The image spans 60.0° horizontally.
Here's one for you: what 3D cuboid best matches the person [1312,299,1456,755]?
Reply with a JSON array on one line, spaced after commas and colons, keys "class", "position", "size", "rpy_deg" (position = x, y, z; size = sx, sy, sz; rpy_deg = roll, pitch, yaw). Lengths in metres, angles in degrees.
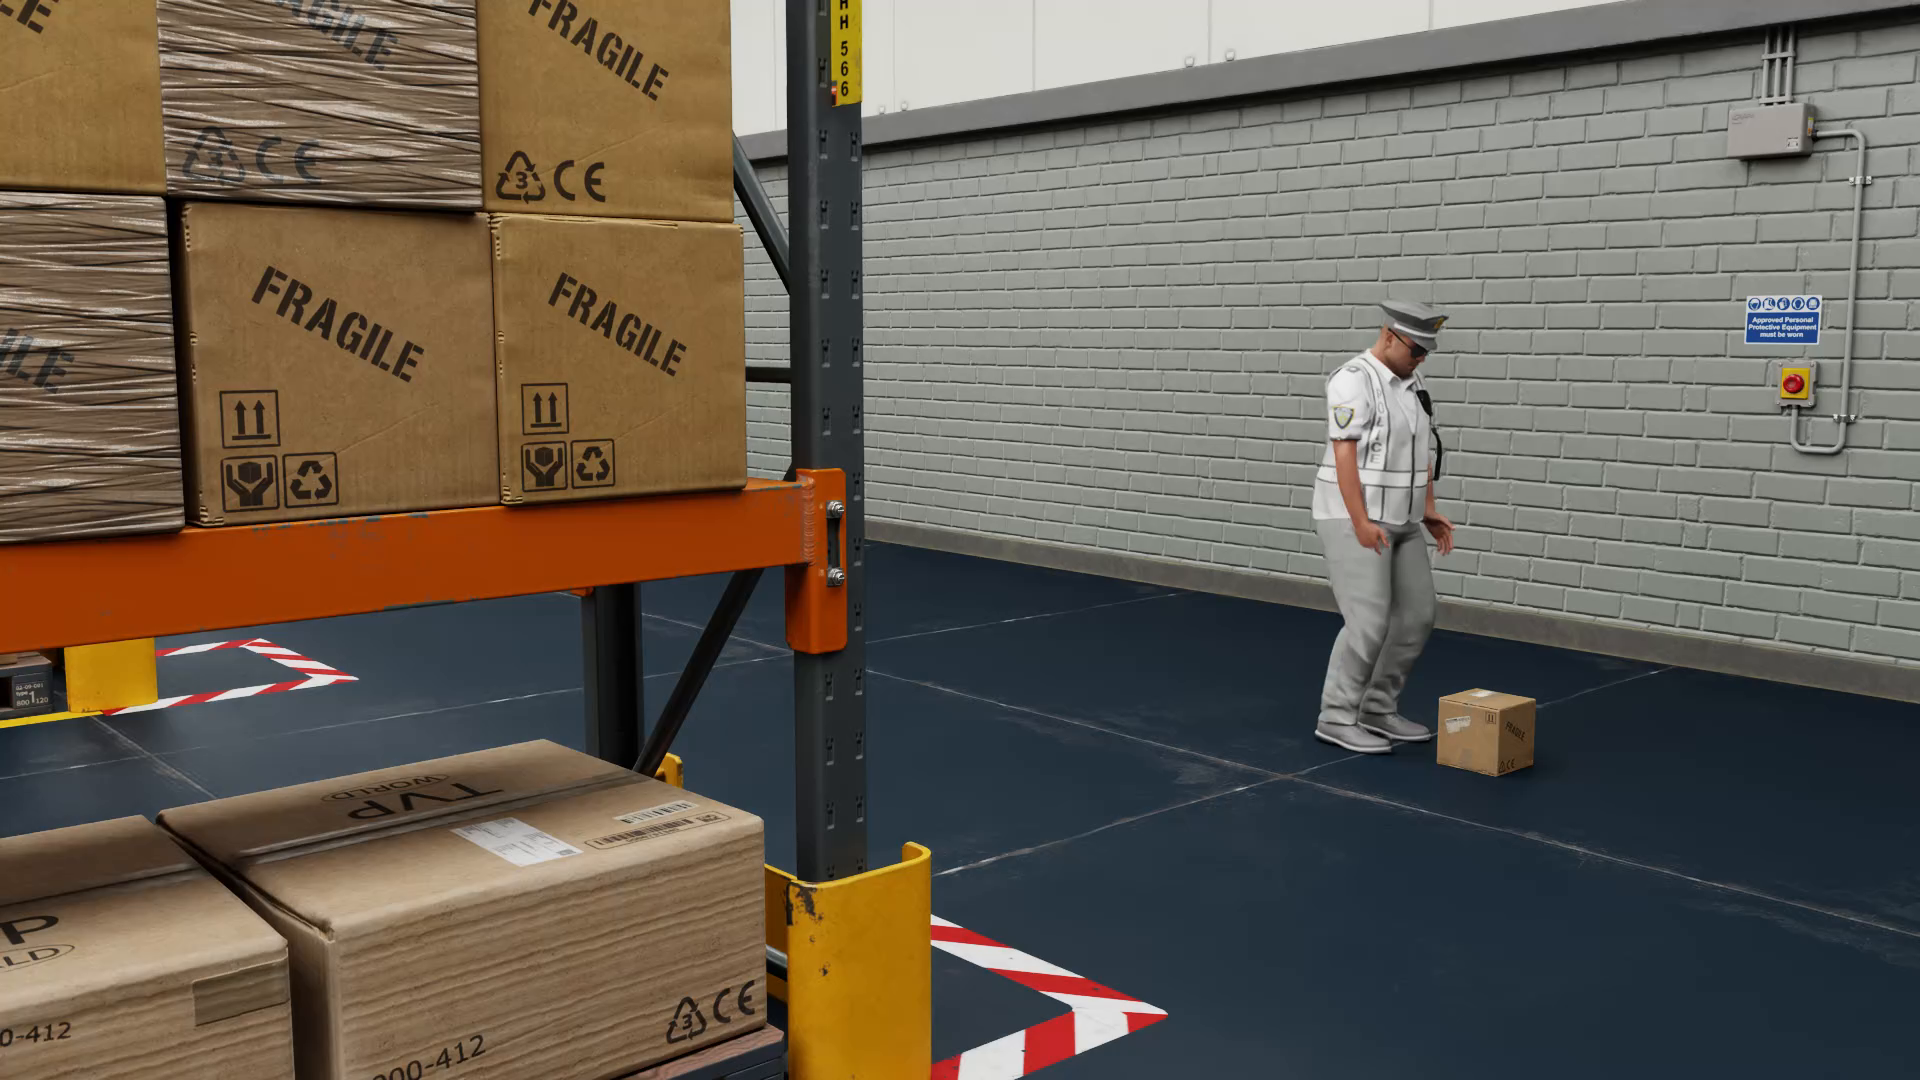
[{"class": "person", "position": [1.632, -0.063, 6.429], "size": [0.550, 1.716, 0.457], "rpy_deg": [-6, 10, -39]}]
